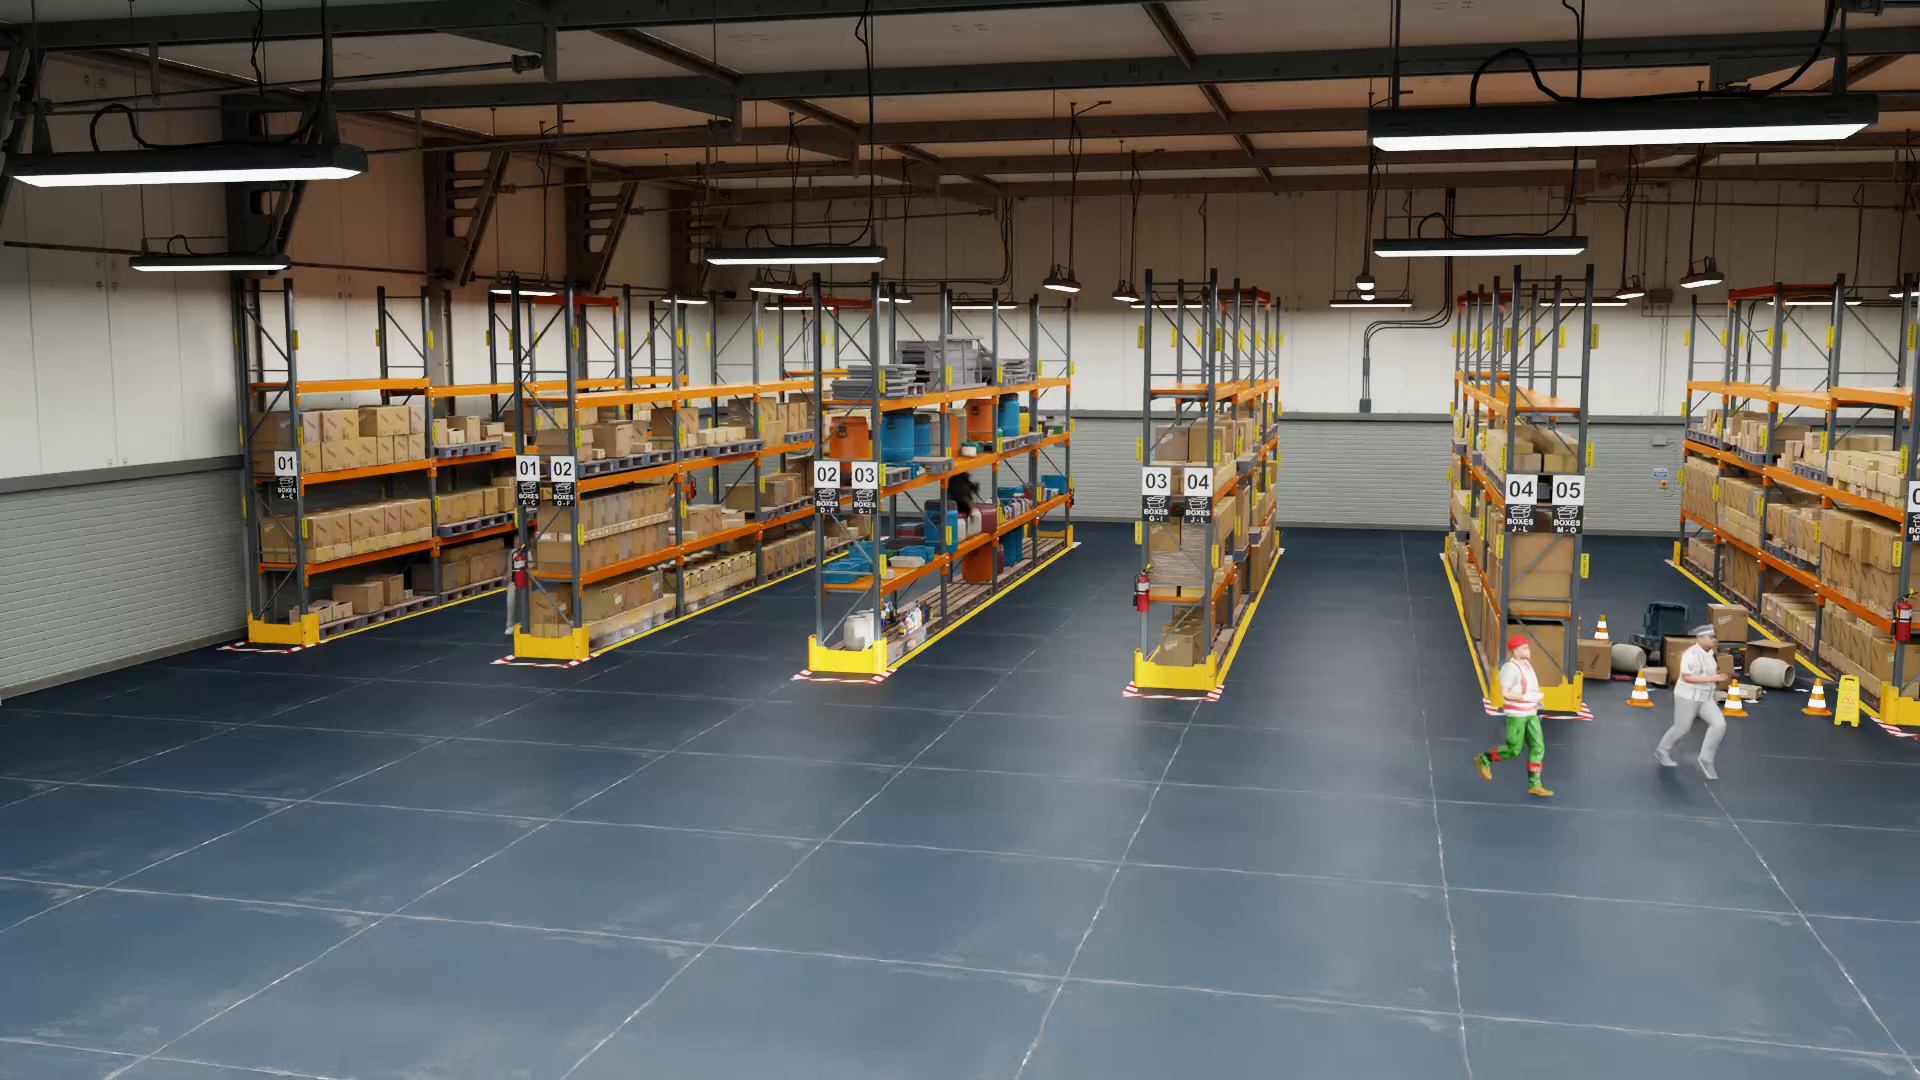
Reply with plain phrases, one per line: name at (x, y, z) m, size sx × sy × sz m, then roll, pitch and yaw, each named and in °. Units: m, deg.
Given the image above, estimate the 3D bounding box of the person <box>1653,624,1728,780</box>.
person at (8.463, 1.844, 19.214) m, size 0.686 × 1.828 × 0.874 m, roll -5°, pitch 8°, yaw -35°

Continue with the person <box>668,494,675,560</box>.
person at (-6.068, -0.127, 35.709) m, size 0.661 × 1.749 × 0.642 m, roll 1°, pitch 7°, yaw 11°

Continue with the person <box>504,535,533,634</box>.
person at (-7.561, 0.733, 28.529) m, size 0.564 × 1.655 × 0.969 m, roll 1°, pitch 7°, yaw 11°

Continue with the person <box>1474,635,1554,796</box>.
person at (6.184, 1.926, 18.405) m, size 0.669 × 1.764 × 0.883 m, roll -6°, pitch 9°, yaw -42°
